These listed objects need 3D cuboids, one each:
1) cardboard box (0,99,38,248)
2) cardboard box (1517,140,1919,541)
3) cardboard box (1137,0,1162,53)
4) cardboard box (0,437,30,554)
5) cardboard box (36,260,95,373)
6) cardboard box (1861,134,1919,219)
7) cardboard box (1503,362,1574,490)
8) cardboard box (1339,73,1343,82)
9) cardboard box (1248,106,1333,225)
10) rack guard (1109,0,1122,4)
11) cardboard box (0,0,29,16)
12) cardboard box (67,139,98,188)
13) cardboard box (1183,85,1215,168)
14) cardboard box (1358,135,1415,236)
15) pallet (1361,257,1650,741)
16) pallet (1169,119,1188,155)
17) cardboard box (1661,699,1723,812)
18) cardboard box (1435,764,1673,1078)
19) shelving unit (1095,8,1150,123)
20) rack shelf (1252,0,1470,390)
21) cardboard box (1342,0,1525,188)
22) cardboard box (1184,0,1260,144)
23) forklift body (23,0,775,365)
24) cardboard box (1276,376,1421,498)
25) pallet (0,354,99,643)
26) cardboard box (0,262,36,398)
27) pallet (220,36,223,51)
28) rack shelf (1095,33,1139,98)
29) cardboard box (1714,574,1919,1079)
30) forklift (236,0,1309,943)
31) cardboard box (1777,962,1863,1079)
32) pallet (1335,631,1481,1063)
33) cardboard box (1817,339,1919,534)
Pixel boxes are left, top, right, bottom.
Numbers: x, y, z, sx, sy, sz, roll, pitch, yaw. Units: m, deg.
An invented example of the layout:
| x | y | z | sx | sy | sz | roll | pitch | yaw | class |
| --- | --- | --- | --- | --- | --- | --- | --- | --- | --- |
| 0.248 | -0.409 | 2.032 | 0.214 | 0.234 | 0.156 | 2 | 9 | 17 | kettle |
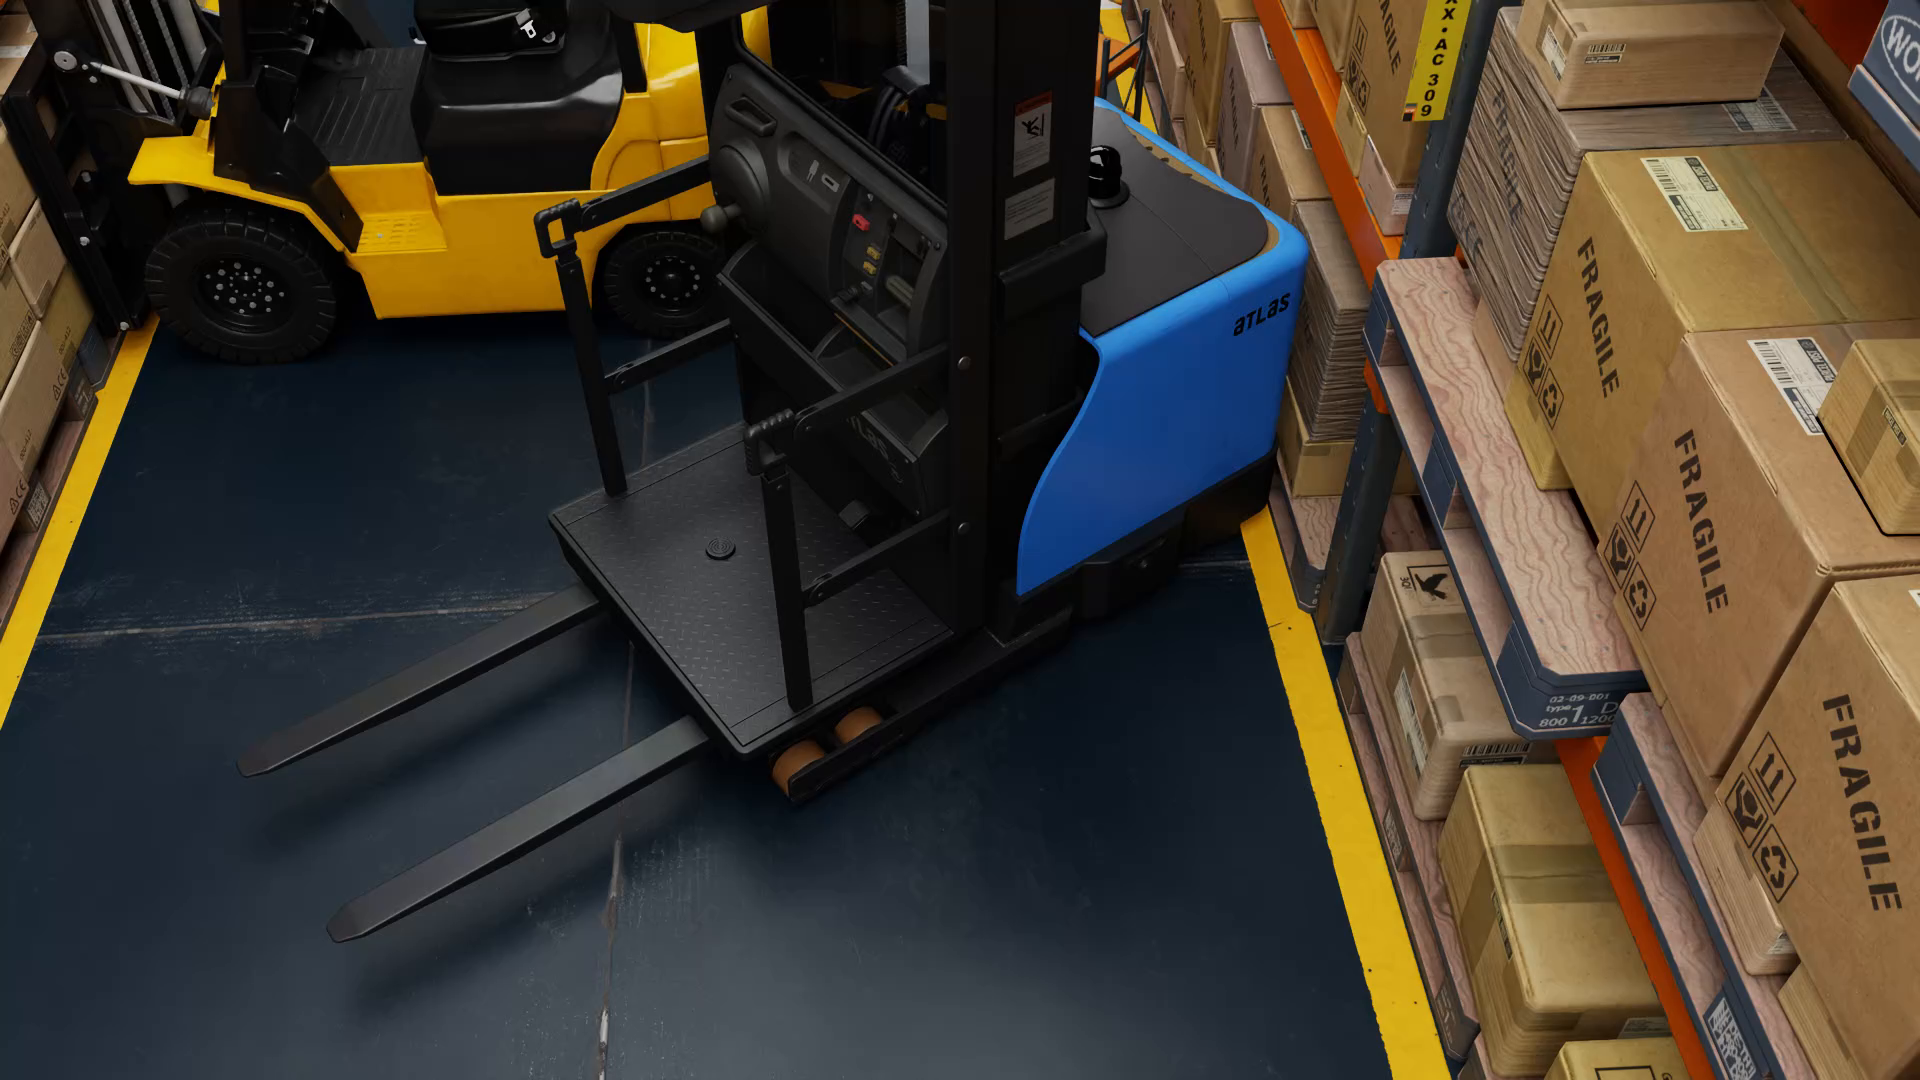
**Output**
| x | y | z | sx | sy | sz | roll | pitch | yaw | class |
| --- | --- | --- | --- | --- | --- | --- | --- | --- | --- |
| -3.189 | -1.123 | 5.164 | 0.500 | 0.250 | 0.500 | -2 | 47 | -2 | cardboard box |
| 1.367 | -0.348 | 2.951 | 0.500 | 0.500 | 0.500 | -3 | 47 | -3 | cardboard box |
| 1.028 | -2.279 | 6.947 | 0.500 | 0.250 | 0.500 | -4 | 47 | -4 | cardboard box |
| -3.086 | -0.051 | 4.837 | 0.500 | 0.250 | 0.500 | -3 | 47 | -3 | cardboard box |
| -3.202 | -0.788 | 5.535 | 0.500 | 0.250 | 0.500 | -3 | 47 | -3 | cardboard box |
| 1.881 | -0.388 | 2.989 | 0.500 | 0.500 | 0.500 | -3 | 47 | -3 | cardboard box |
| 1.314 | -0.244 | 3.299 | 0.380 | 0.149 | 0.250 | -3 | 47 | -2 | cardboard box |
| 1.268 | -1.287 | 4.576 | 0.380 | 0.149 | 0.250 | -3 | 47 | -3 | cardboard box |
| 1.209 | -1.022 | 5.240 | 0.500 | 0.500 | 0.500 | -3 | 47 | -3 | cardboard box |
| 1.242 | -2.766 | 7.525 | 1.175 | 0.500 | 0.348 | -3 | 47 | -3 | rack guard |
| -3.260 | -1.871 | 5.872 | 0.500 | 0.250 | 0.500 | -3 | 47 | -3 | cardboard box |
| -3.224 | -1.315 | 5.690 | 0.500 | 0.250 | 0.500 | -4 | 47 | -3 | cardboard box |
| 1.121 | -1.515 | 6.223 | 0.500 | 0.250 | 0.500 | -1 | 47 | -1 | cardboard box |
| 1.240 | -0.914 | 4.222 | 0.380 | 0.149 | 0.250 | -4 | 47 | -4 | cardboard box |
| 1.490 | -0.158 | 3.466 | 1.003 | 0.211 | 1.213 | -3 | 47 | -3 | pallet |
| 1.374 | -1.196 | 6.237 | 1.003 | 0.211 | 1.213 | -3 | 47 | -3 | pallet |
| 1.413 | 0.324 | 2.761 | 0.380 | 0.149 | 0.250 | -3 | 47 | -3 | cardboard box |
| 1.681 | 0.872 | 3.878 | 0.950 | 0.372 | 0.625 | -1 | 47 | -1 | cardboard box |
| 0.317 | -1.274 | 5.630 | 0.503 | 1.200 | 0.258 | 29 | 53 | 25 | shelving unit |
| 1.403 | -1.986 | 5.560 | 1.077 | 0.370 | 4.000 | -3 | 47 | -3 | rack shelf |
| 1.286 | -1.229 | 4.074 | 0.500 | 0.500 | 0.500 | -5 | 47 | -4 | cardboard box |
| 1.112 | -1.778 | 5.956 | 0.500 | 0.500 | 0.500 | -3 | 47 | -3 | cardboard box |
| -1.734 | -1.823 | 5.495 | 2.313 | 2.155 | 1.214 | -3 | 47 | -3 | forklift body |
| 1.253 | -0.396 | 5.164 | 0.500 | 0.250 | 0.500 | -2 | 47 | -1 | cardboard box |
| -3.400 | -0.101 | 5.200 | 1.003 | 0.211 | 1.213 | -3 | 47 | -3 | pallet |
| -3.152 | -0.585 | 4.999 | 0.500 | 0.250 | 0.500 | -4 | 47 | -4 | cardboard box |
| -3.604 | -1.866 | 6.872 | 1.003 | 0.211 | 1.213 | -3 | 47 | -3 | pallet |
| 0.317 | -1.544 | 5.345 | 0.480 | 0.148 | 0.258 | 29 | 53 | 25 | rack shelf |
| 1.448 | 0.381 | 2.260 | 0.500 | 0.500 | 0.500 | -5 | 47 | -5 | cardboard box |
| -0.502 | -0.734 | 3.926 | 3.031 | 2.935 | 1.130 | -29 | 53 | -24 | forklift |
| 1.435 | 0.711 | 2.395 | 0.380 | 0.149 | 0.250 | -5 | 47 | -5 | cardboard box |
| 1.637 | 0.736 | 4.408 | 1.003 | 0.211 | 1.213 | -3 | 47 | -3 | pallet |
| 1.451 | -0.149 | 2.315 | 0.380 | 0.149 | 0.250 | -1 | 47 | -1 | cardboard box |
